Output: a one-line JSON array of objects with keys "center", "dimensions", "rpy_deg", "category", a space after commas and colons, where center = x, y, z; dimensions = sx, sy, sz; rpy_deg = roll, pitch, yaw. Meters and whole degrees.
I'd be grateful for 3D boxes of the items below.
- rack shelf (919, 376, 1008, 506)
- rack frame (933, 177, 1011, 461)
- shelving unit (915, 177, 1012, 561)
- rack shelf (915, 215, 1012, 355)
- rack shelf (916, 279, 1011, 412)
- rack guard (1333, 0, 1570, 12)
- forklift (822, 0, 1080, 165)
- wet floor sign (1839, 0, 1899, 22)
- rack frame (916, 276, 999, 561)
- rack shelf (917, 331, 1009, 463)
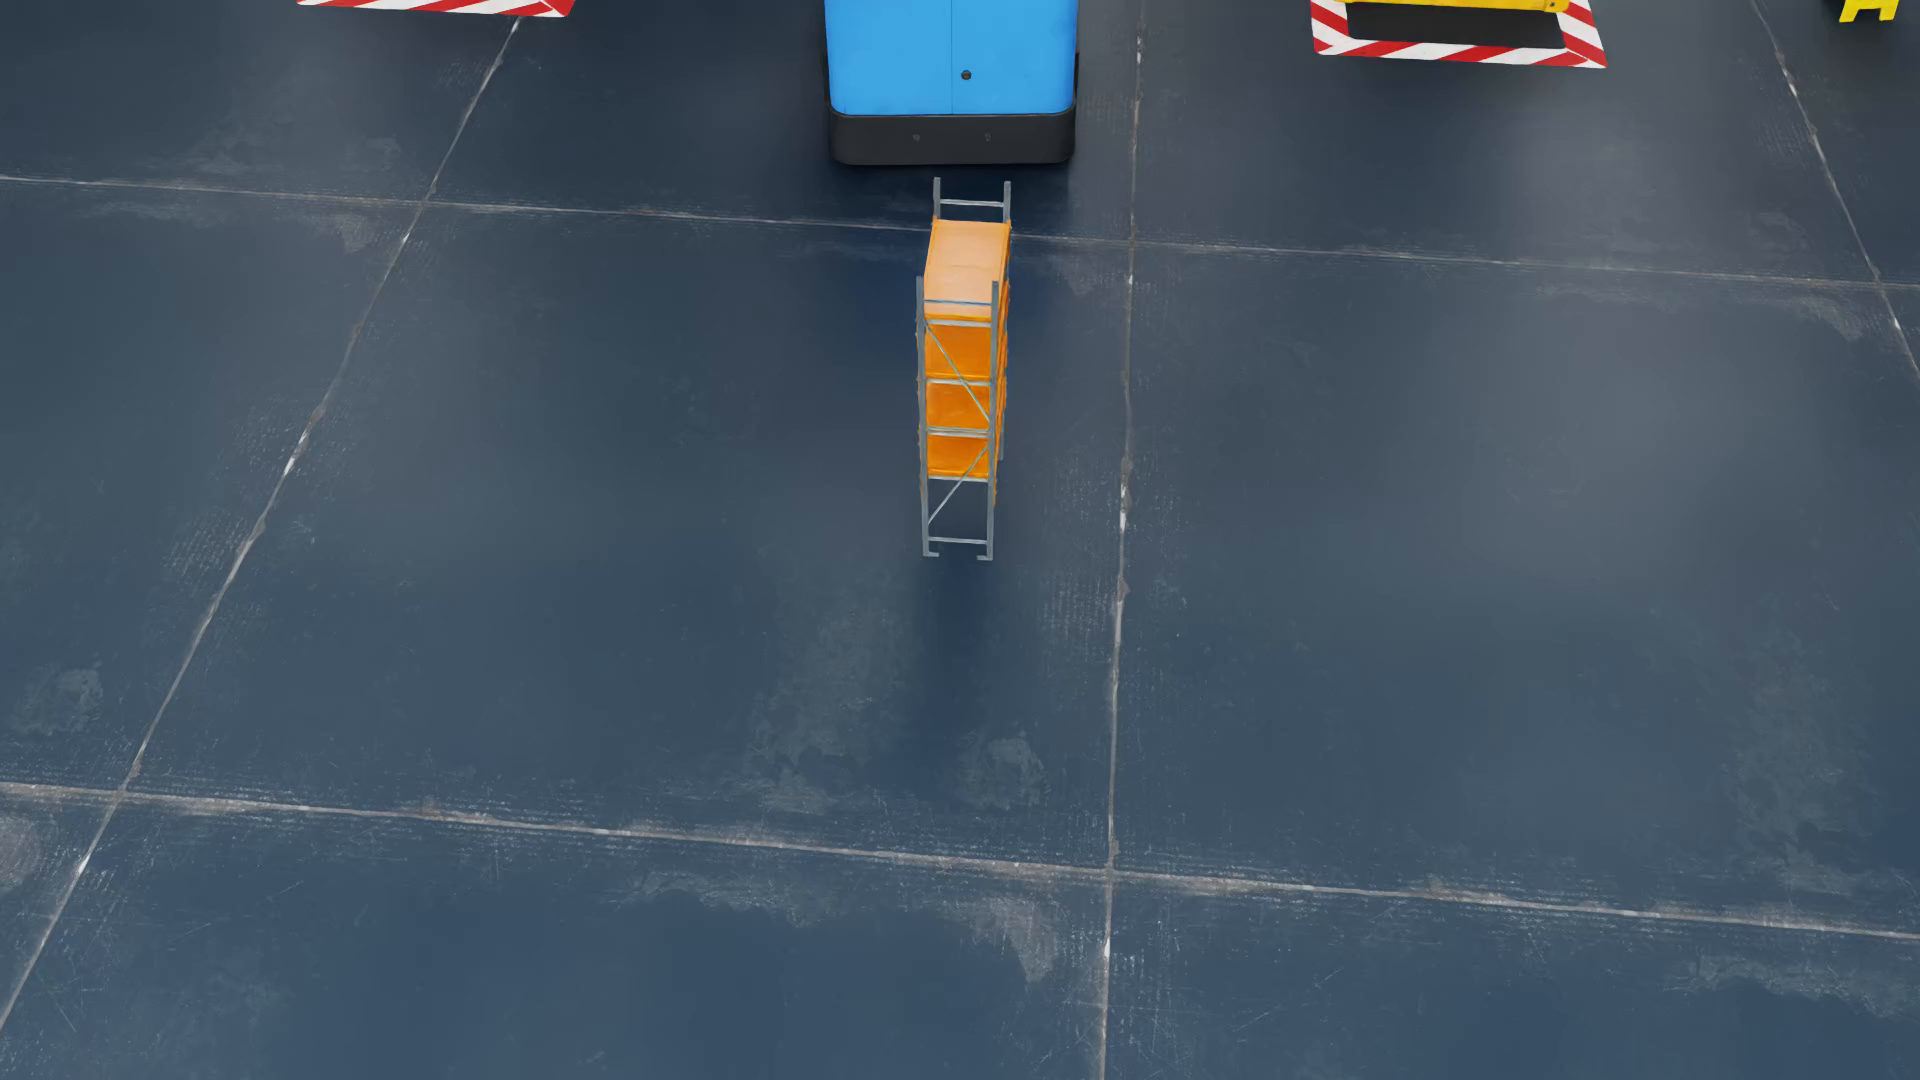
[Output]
[{"center": [0.015, -0.347, 5.615], "dimensions": [0.258, 0.148, 0.480], "rpy_deg": [4, 48, 4], "category": "rack shelf"}, {"center": [0.037, -0.706, 5.583], "dimensions": [0.240, 1.200, 0.015], "rpy_deg": [4, 48, 4], "category": "rack frame"}, {"center": [0.015, -0.527, 5.419], "dimensions": [0.258, 1.200, 0.503], "rpy_deg": [4, 48, 4], "category": "shelving unit"}, {"center": [0.015, -0.792, 5.129], "dimensions": [0.258, 0.148, 0.480], "rpy_deg": [4, 48, 4], "category": "rack shelf"}, {"center": [0.015, -0.632, 5.303], "dimensions": [0.258, 0.148, 0.480], "rpy_deg": [4, 48, 4], "category": "rack shelf"}, {"center": [2.404, -2.900, 8.064], "dimensions": [1.175, 0.500, 0.348], "rpy_deg": [4, 48, 4], "category": "rack guard"}, {"center": [-0.055, -3.668, 7.118], "dimensions": [1.130, 2.935, 3.031], "rpy_deg": [-1, 48, -1], "category": "forklift"}, {"center": [4.375, -2.812, 7.885], "dimensions": [0.267, 0.644, 0.232], "rpy_deg": [-4, 48, -3], "category": "wet floor sign"}, {"center": [-0.007, -0.347, 5.255], "dimensions": [0.240, 1.200, 0.015], "rpy_deg": [4, 48, 4], "category": "rack frame"}, {"center": [0.015, -0.481, 5.468], "dimensions": [0.258, 0.148, 0.480], "rpy_deg": [4, 48, 4], "category": "rack shelf"}]
